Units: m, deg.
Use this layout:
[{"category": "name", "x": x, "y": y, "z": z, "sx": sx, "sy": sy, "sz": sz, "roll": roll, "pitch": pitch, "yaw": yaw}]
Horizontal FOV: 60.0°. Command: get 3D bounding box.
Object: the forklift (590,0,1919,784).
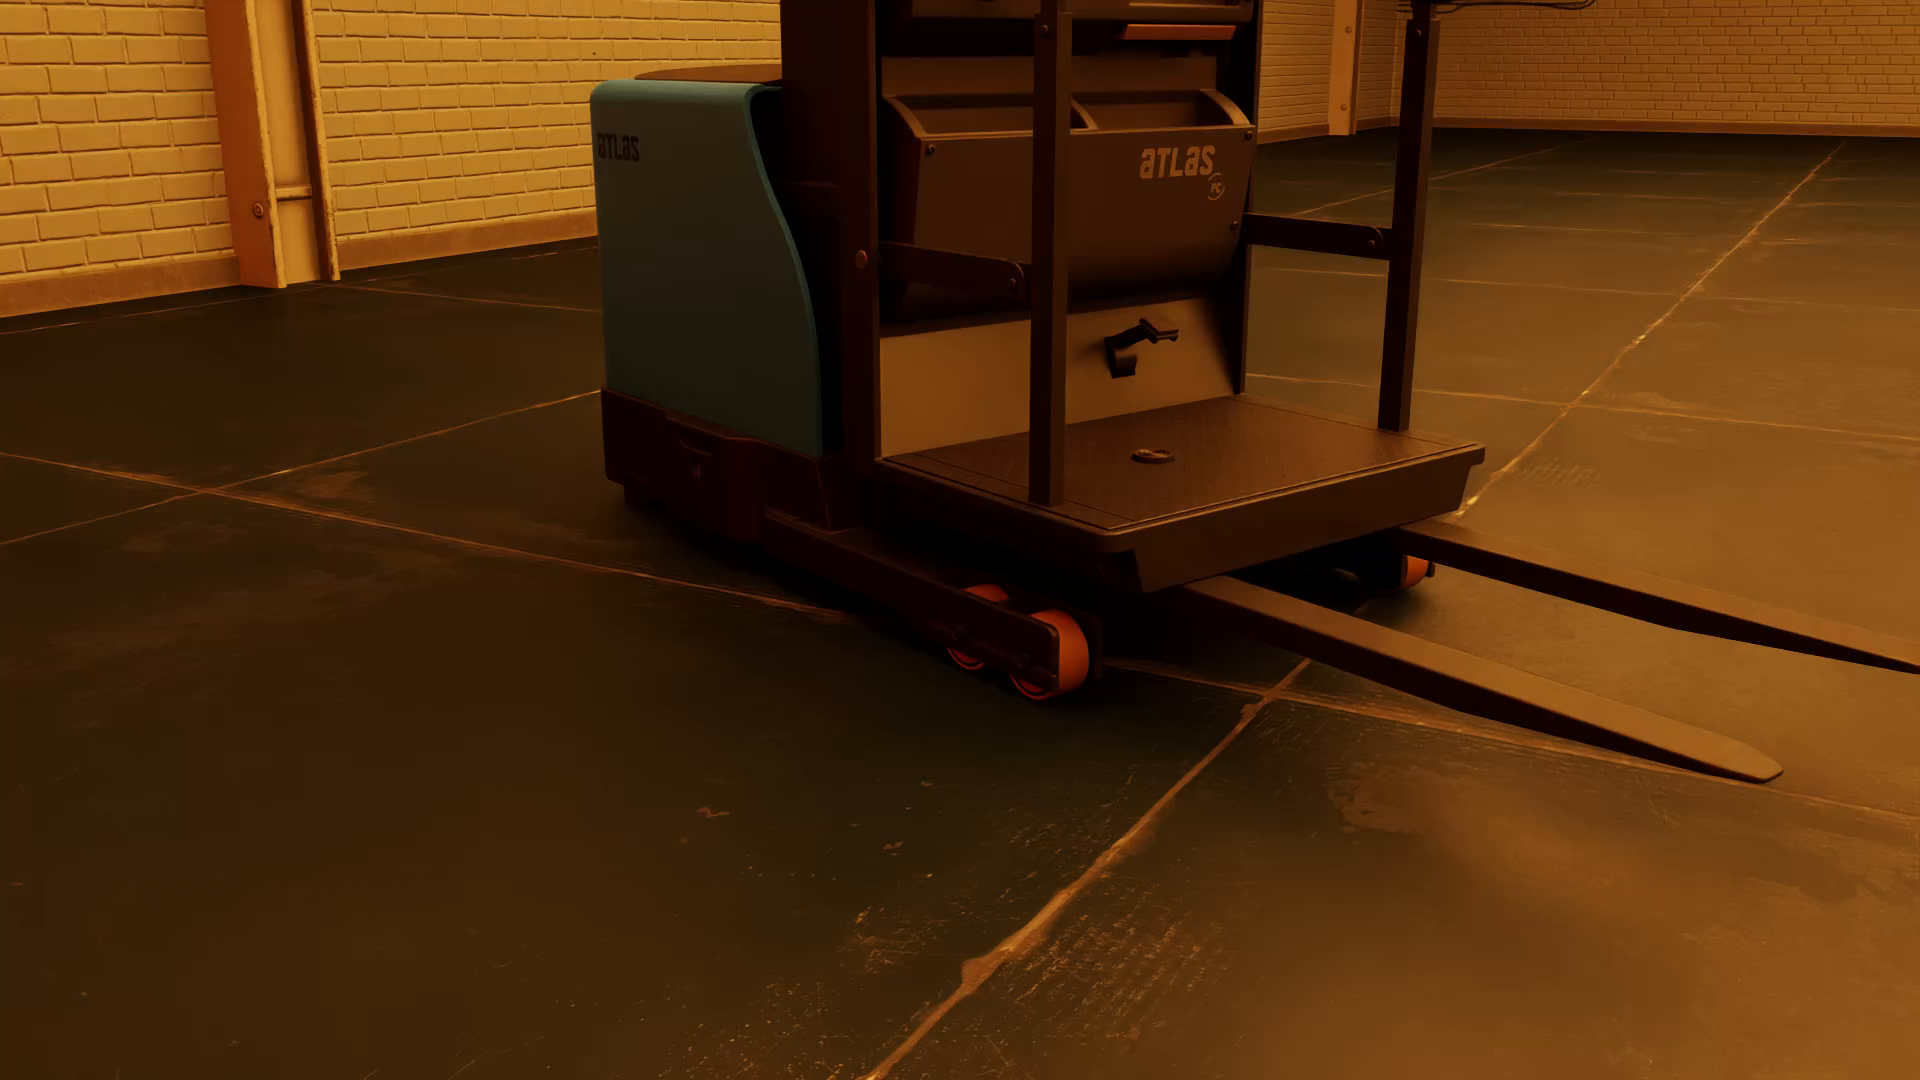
[{"category": "forklift", "x": 0.378, "y": -1.271, "z": 3.167, "sx": 1.130, "sy": 2.935, "sz": 3.031, "roll": -13, "pitch": 21, "yaw": -36}]
